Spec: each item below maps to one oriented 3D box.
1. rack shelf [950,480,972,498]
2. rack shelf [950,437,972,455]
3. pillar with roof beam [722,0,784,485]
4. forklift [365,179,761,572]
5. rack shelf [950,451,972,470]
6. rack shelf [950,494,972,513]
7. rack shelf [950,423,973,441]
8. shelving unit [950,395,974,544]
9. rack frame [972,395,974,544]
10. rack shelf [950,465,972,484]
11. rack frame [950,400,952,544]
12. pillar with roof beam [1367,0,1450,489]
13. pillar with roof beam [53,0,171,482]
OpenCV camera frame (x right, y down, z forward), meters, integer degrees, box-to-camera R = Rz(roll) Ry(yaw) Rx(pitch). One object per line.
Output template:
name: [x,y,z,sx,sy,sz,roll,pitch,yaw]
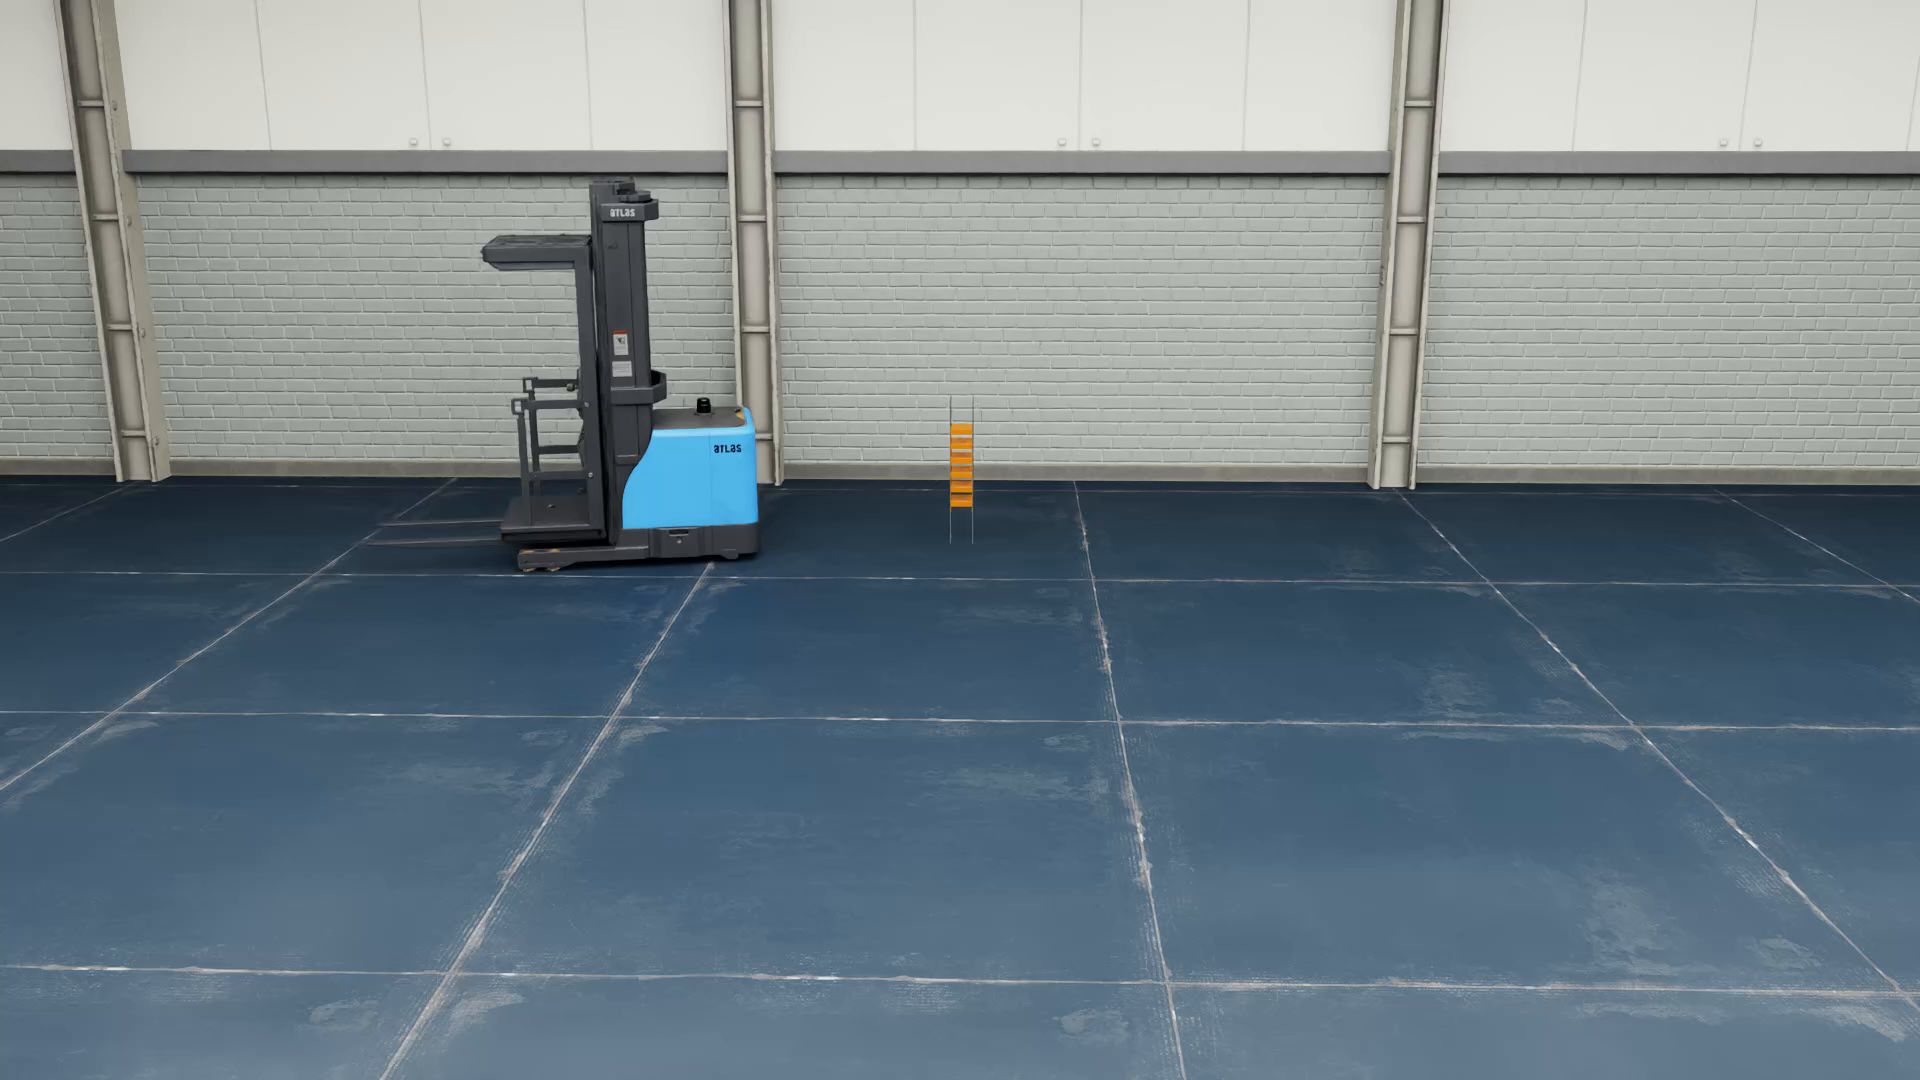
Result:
rack shelf: [0.014,-0.421,13.729,0.180,0.103,0.258,0,15,1]
rack shelf: [0.014,-0.769,13.637,0.180,0.103,0.258,0,15,1]
pillar with roof beam: [-2.012,-3.814,10.655,0.400,9.000,9.100,0,15,1]
forklift: [-3.155,-1.315,13.077,3.031,2.935,1.130,-2,15,-9]
rack shelf: [0.014,-0.653,13.667,0.180,0.103,0.258,0,15,1]
rack shelf: [0.014,-0.305,13.759,0.180,0.103,0.258,0,15,1]
rack shelf: [0.014,-0.885,13.606,0.180,0.103,0.258,0,15,1]
shelving unit: [0.014,-0.580,13.687,0.189,1.200,0.258,0,15,1]
rack frame: [0.106,-0.579,13.684,0.006,1.200,0.240,0,15,1]
rack shelf: [0.014,-0.537,13.698,0.180,0.103,0.258,0,15,1]
rack frame: [-0.077,-0.581,13.689,0.006,1.200,0.240,0,15,1]
pillar with roof beam: [3.986,-3.775,10.507,0.400,9.000,9.100,0,15,1]
pillar with roof beam: [-8.010,-3.853,10.803,0.400,9.000,9.100,0,15,1]
